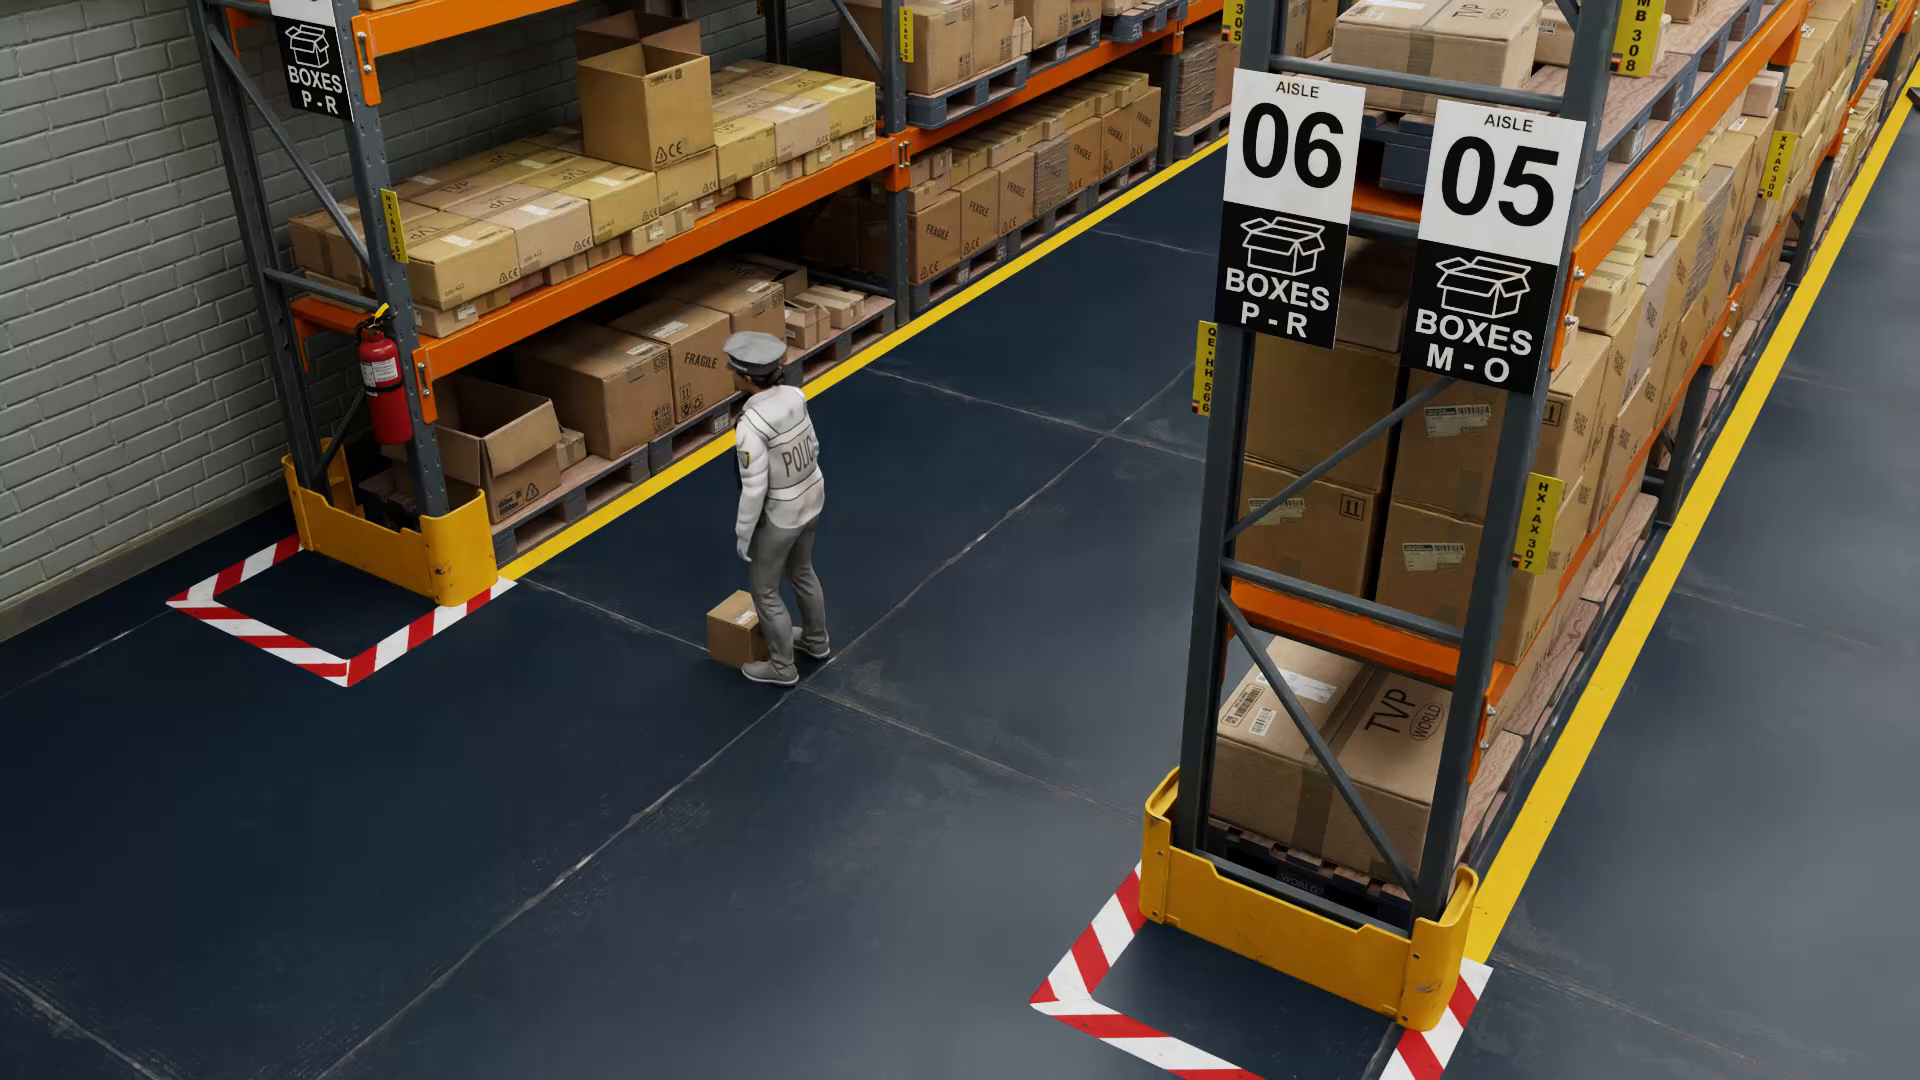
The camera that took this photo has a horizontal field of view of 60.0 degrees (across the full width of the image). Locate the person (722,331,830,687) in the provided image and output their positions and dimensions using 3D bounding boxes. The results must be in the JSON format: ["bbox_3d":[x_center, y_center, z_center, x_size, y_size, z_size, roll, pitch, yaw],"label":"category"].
[{"bbox_3d":[-0.802,-0.115,7.319,0.371,1.666,0.547,16,34,25],"label":"person"}]
